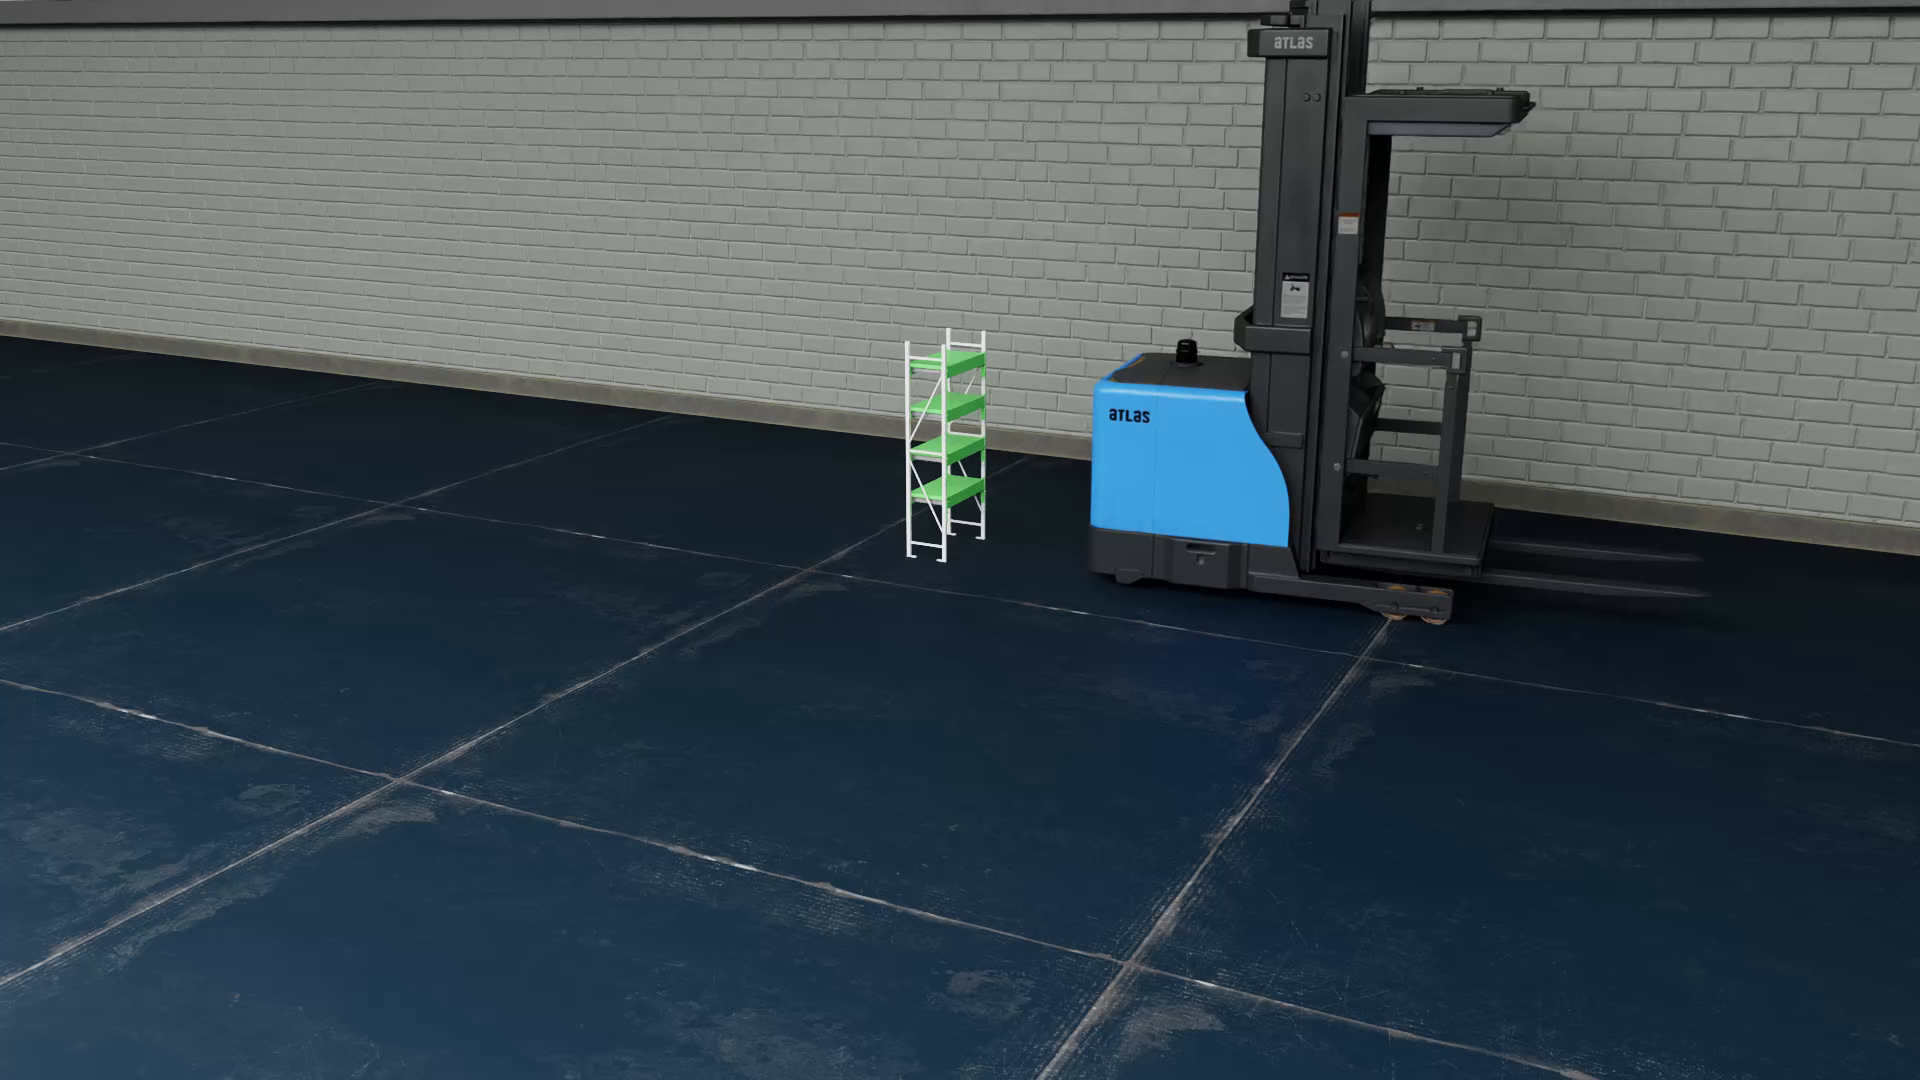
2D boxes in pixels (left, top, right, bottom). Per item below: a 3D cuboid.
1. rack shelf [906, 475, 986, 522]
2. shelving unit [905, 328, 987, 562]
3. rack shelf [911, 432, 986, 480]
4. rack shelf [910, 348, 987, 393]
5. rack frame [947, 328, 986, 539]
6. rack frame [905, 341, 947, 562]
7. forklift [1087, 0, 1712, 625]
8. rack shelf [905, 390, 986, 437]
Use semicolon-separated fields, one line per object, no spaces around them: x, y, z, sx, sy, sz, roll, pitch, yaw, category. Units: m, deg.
-0.074;-0.242;9.298;0.258;0.148;0.480;8;18;25;rack shelf
-0.074;-0.533;9.212;0.258;1.200;0.503;8;18;25;shelving unit
-0.074;-0.472;9.230;0.258;0.148;0.480;8;18;25;rack shelf
-0.074;-0.932;9.093;0.258;0.148;0.480;8;18;25;rack shelf
0.035;-0.595;9.421;0.240;1.200;0.015;8;18;25;rack frame
-0.183;-0.471;9.002;0.240;1.200;0.015;8;18;25;rack frame
2.241;-1.162;8.290;3.031;2.935;1.130;6;18;19;forklift
-0.074;-0.702;9.161;0.258;0.148;0.480;8;18;25;rack shelf
